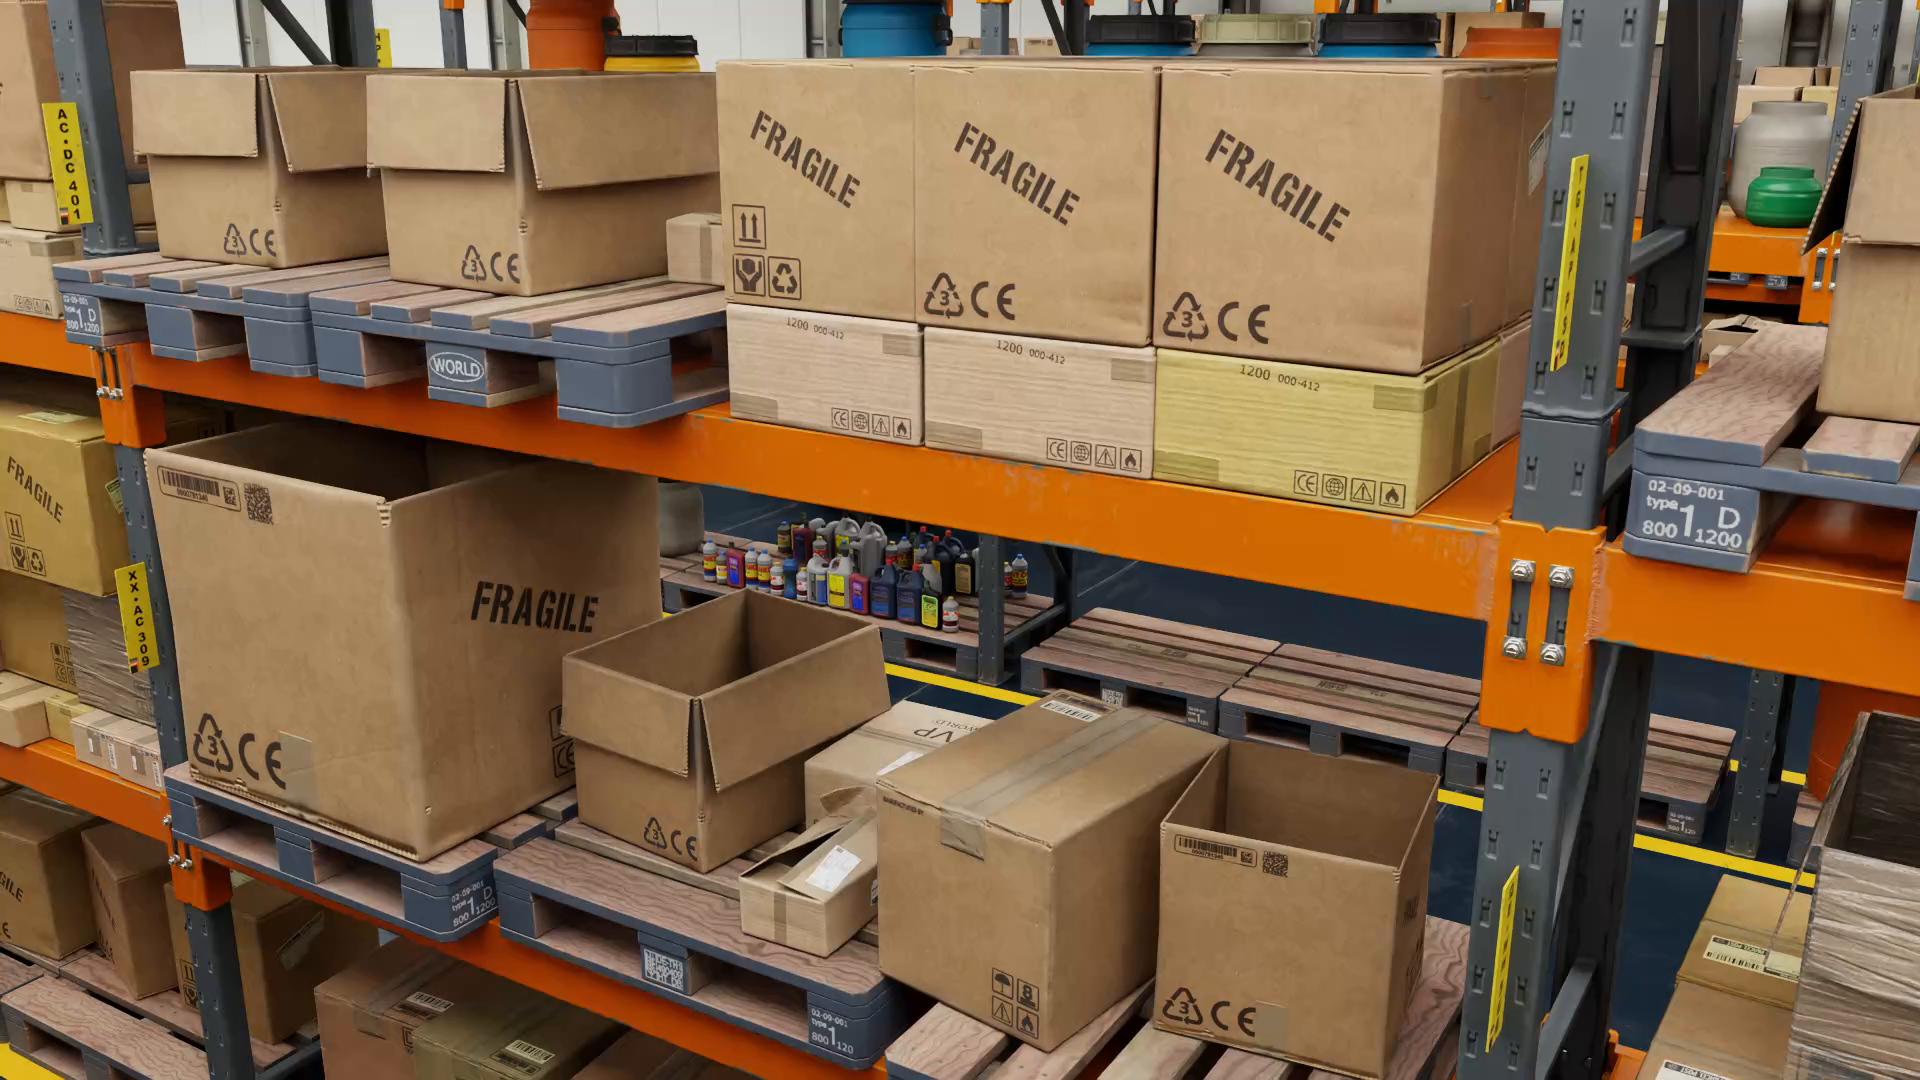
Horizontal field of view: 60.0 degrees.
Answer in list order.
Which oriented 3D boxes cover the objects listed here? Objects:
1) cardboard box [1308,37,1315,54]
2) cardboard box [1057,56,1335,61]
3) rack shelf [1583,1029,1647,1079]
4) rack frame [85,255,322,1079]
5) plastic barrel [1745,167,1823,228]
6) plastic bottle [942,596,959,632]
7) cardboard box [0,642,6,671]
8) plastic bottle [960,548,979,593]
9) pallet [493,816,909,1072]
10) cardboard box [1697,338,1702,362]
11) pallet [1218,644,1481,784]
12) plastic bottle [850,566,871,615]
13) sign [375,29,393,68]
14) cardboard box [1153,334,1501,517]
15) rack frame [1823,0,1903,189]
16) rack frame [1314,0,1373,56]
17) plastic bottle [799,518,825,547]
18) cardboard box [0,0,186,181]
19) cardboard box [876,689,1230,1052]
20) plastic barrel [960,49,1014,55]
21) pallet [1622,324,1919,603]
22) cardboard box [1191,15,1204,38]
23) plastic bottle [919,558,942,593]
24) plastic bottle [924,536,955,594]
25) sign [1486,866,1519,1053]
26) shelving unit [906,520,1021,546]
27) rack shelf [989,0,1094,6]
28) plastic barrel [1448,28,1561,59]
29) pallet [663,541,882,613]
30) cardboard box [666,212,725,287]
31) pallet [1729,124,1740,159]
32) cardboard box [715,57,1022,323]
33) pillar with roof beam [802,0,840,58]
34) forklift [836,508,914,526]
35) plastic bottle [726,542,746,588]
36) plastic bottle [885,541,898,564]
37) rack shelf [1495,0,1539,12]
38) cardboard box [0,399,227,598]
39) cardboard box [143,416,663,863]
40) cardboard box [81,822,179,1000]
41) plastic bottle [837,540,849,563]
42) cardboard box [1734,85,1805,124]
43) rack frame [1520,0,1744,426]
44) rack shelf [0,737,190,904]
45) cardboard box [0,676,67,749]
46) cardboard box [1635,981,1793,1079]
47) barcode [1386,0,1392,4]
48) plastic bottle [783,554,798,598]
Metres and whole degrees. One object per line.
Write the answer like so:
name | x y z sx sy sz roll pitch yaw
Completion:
cardboard box | 2.721 -3.835 13.548 0.500 0.500 0.500 12 21 35
cardboard box | 0.537 -0.816 3.714 0.500 0.500 0.500 10 20 30
rack shelf | 2.937 1.768 2.638 4.000 0.370 1.077 10 20 30
rack frame | -2.176 0.511 5.538 0.127 3.000 1.000 10 20 30
plastic barrel | 3.588 -1.493 7.242 0.294 0.245 0.294 0 17 0
plastic bottle | -0.056 0.435 9.846 0.097 0.201 0.097 0 17 0
cardboard box | -3.413 0.101 6.203 0.500 0.500 0.875 10 20 30
plastic bottle | 0.084 0.178 10.565 0.135 0.276 0.152 11 20 32
pallet | -0.475 0.920 4.521 1.213 0.211 1.003 10 20 30
cardboard box | 5.304 -1.393 12.239 0.250 0.149 0.380 12 21 34
pallet | 2.150 0.914 9.010 1.213 0.211 1.003 10 20 30
plastic bottle | -0.607 0.303 10.138 0.133 0.283 0.061 12 20 34
sign | -1.888 -1.498 5.424 0.005 0.325 0.100 10 20 30
cardboard box | 0.699 -0.256 3.159 0.500 0.250 0.500 10 20 30
rack frame | 3.825 -2.978 6.701 0.127 3.000 1.000 10 20 30
rack frame | 3.012 -4.812 12.741 0.127 3.000 1.000 10 20 30
plastic bottle | -0.997 -0.015 11.200 0.135 0.276 0.152 10 20 30
cardboard box | -2.693 -1.359 4.989 0.500 0.500 0.500 9 19 28
cardboard box | 0.224 0.738 3.895 0.500 0.500 0.700 14 22 38
plastic barrel | 0.152 -2.519 9.439 0.421 0.512 0.421 0 17 0
pallet | 1.809 -0.141 2.847 1.003 0.211 1.213 11 20 33
cardboard box | 2.795 -5.541 18.375 0.500 0.500 0.500 10 19 29
plastic bottle | -0.208 0.279 10.102 0.185 0.351 0.144 10 20 30
plastic bottle | -0.130 0.152 10.522 0.185 0.351 0.144 10 20 30
sign | 0.957 0.739 2.931 0.005 0.325 0.100 10 20 30
shelving unit | 0.026 -0.700 12.105 0.755 1.500 0.431 10 20 31
rack shelf | 2.121 -2.746 7.865 4.000 0.370 1.077 10 20 30
plastic barrel | 2.681 -2.026 7.990 0.708 0.830 0.600 10 20 30
pallet | -1.178 0.321 10.962 1.213 0.211 1.003 10 20 30
cardboard box | -0.526 -0.753 4.217 0.250 0.166 0.380 9 19 29
pallet | 5.795 -2.759 11.468 1.003 0.211 1.213 11 20 33
cardboard box | -0.161 -0.768 3.555 0.500 0.500 0.500 11 20 31
pillar with roof beam | -4.124 -6.602 18.634 0.400 9.000 9.100 10 20 30
forklift | -0.917 -1.885 13.545 1.130 2.935 3.031 -9 19 -28
plastic bottle | -1.427 0.157 10.620 0.133 0.283 0.061 10 20 31
plastic bottle | -0.444 0.110 10.917 0.097 0.201 0.097 0 17 0
rack shelf | 7.305 -5.200 15.943 4.000 0.370 1.077 10 20 30
cardboard box | -2.703 -0.158 5.336 0.500 0.500 0.500 10 20 30
cardboard box | -1.572 0.179 4.878 1.000 1.000 1.000 10 20 30
cardboard box | -2.988 1.350 6.354 0.500 0.500 0.500 -14 22 -38
plastic bottle | -0.762 0.102 10.942 0.097 0.201 0.097 0 17 0
cardboard box | 5.548 -3.028 11.564 0.500 0.250 0.500 11 20 32
rack frame | 1.233 -1.751 2.663 0.127 3.000 1.000 10 20 30
rack shelf | -3.880 0.551 6.644 4.000 0.370 1.077 10 20 30
cardboard box | -3.174 0.568 5.784 0.250 0.149 0.380 10 20 30
cardboard box | 1.505 1.213 3.055 0.500 0.500 0.500 11 20 32
barcode | 4.642 -5.831 17.988 0.075 0.075 0.001 10 20 30
plastic bottle | -1.060 0.222 10.427 0.097 0.271 0.097 0 17 0
